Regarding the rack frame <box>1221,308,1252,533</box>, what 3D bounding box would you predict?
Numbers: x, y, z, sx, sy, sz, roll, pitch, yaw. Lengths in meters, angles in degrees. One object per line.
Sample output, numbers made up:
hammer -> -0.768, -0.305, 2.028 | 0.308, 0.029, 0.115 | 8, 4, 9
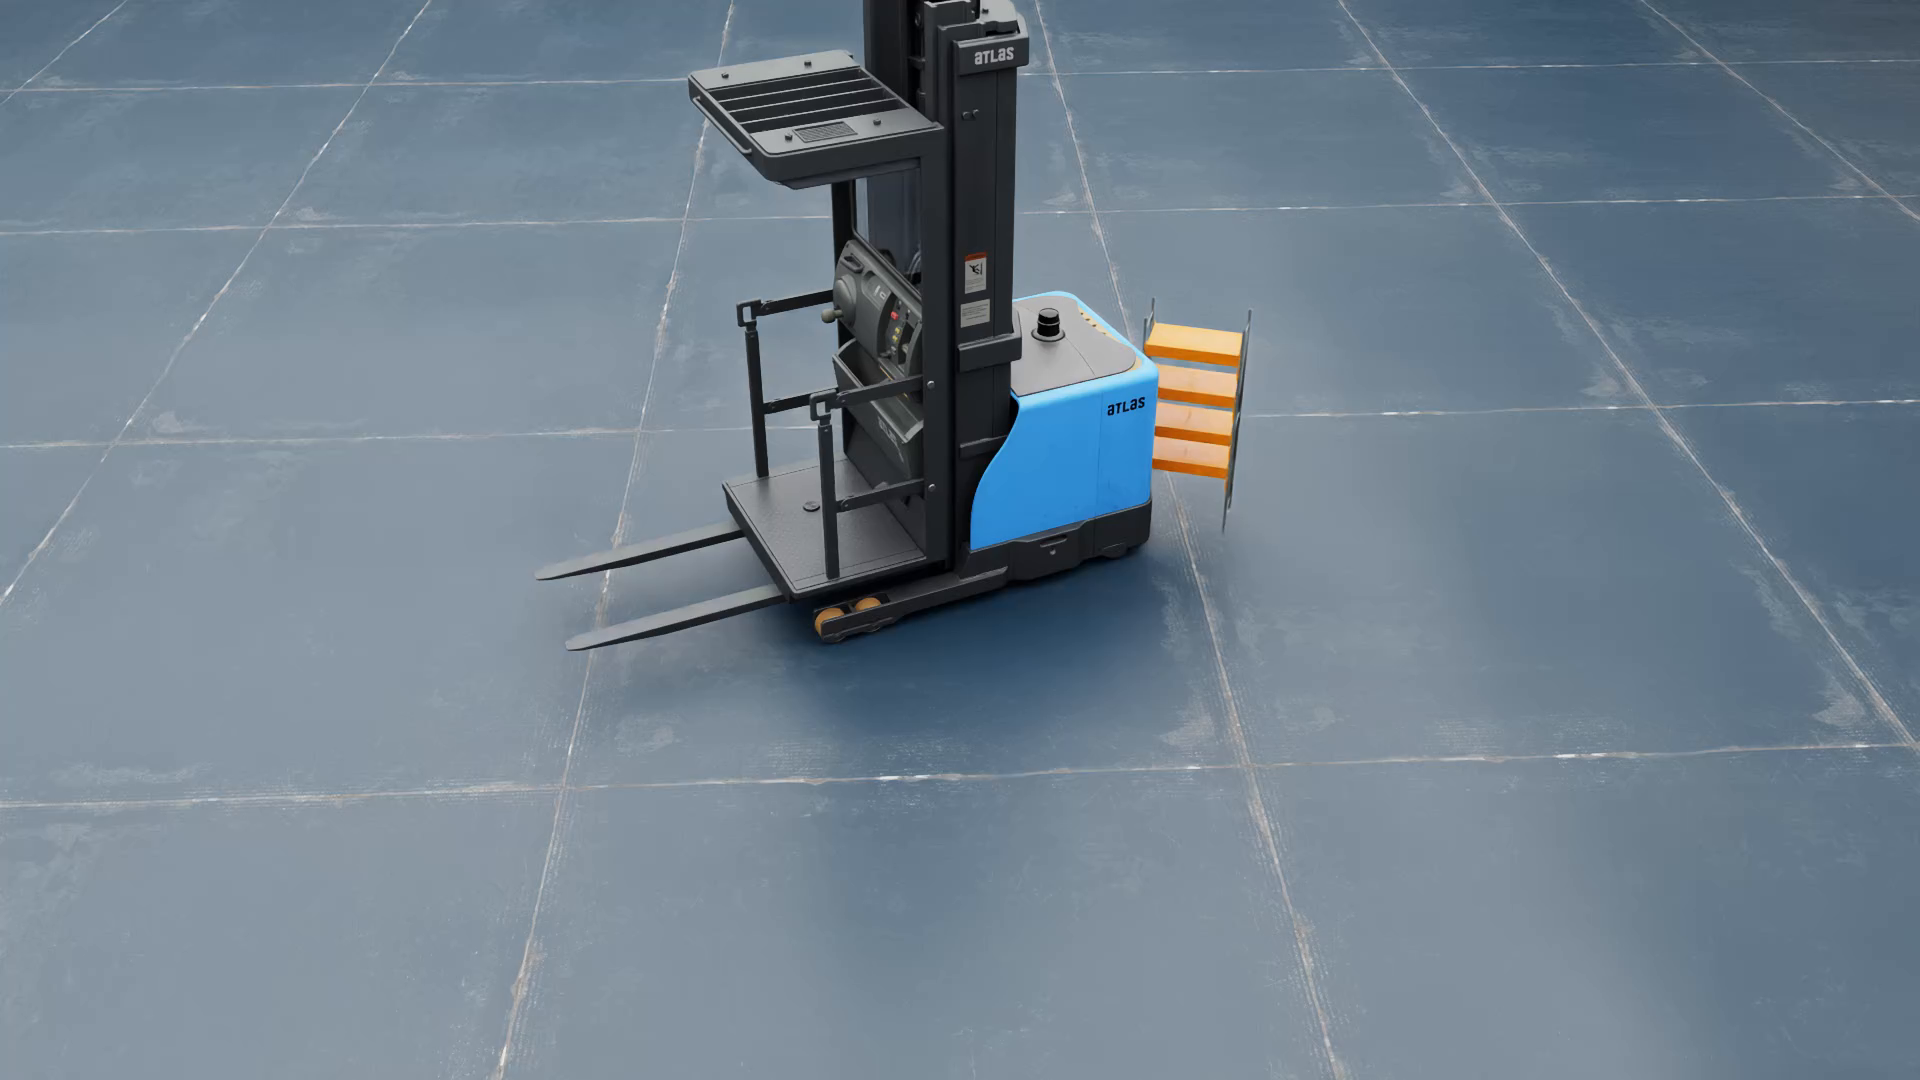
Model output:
rack frame -> 1.422, -0.598, 8.557 | 0.015, 1.200, 0.240 | 9, 36, 13

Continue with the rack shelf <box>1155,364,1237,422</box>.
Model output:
rack shelf -> 1.186, -0.763, 8.522 | 0.480, 0.148, 0.258 | 9, 36, 13

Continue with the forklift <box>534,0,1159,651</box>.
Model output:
forklift -> -0.571, -1.053, 7.696 | 3.031, 2.935, 1.130 | -15, 37, -20

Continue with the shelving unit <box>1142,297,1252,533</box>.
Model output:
shelving unit -> 1.187, -0.634, 8.611 | 0.503, 1.200, 0.258 | 9, 36, 13

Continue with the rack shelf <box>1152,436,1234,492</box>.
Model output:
rack shelf -> 1.187, -0.416, 8.762 | 0.480, 0.148, 0.258 | 9, 36, 13

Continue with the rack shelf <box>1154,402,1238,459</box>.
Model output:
rack shelf -> 1.187, -0.579, 8.650 | 0.480, 0.148, 0.258 | 9, 36, 13

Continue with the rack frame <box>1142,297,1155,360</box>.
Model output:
rack frame -> 0.951, -0.671, 8.665 | 0.015, 1.200, 0.240 | 9, 36, 13

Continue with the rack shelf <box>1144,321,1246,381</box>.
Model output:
rack shelf -> 1.186, -0.957, 8.388 | 0.480, 0.148, 0.258 | 9, 36, 13
